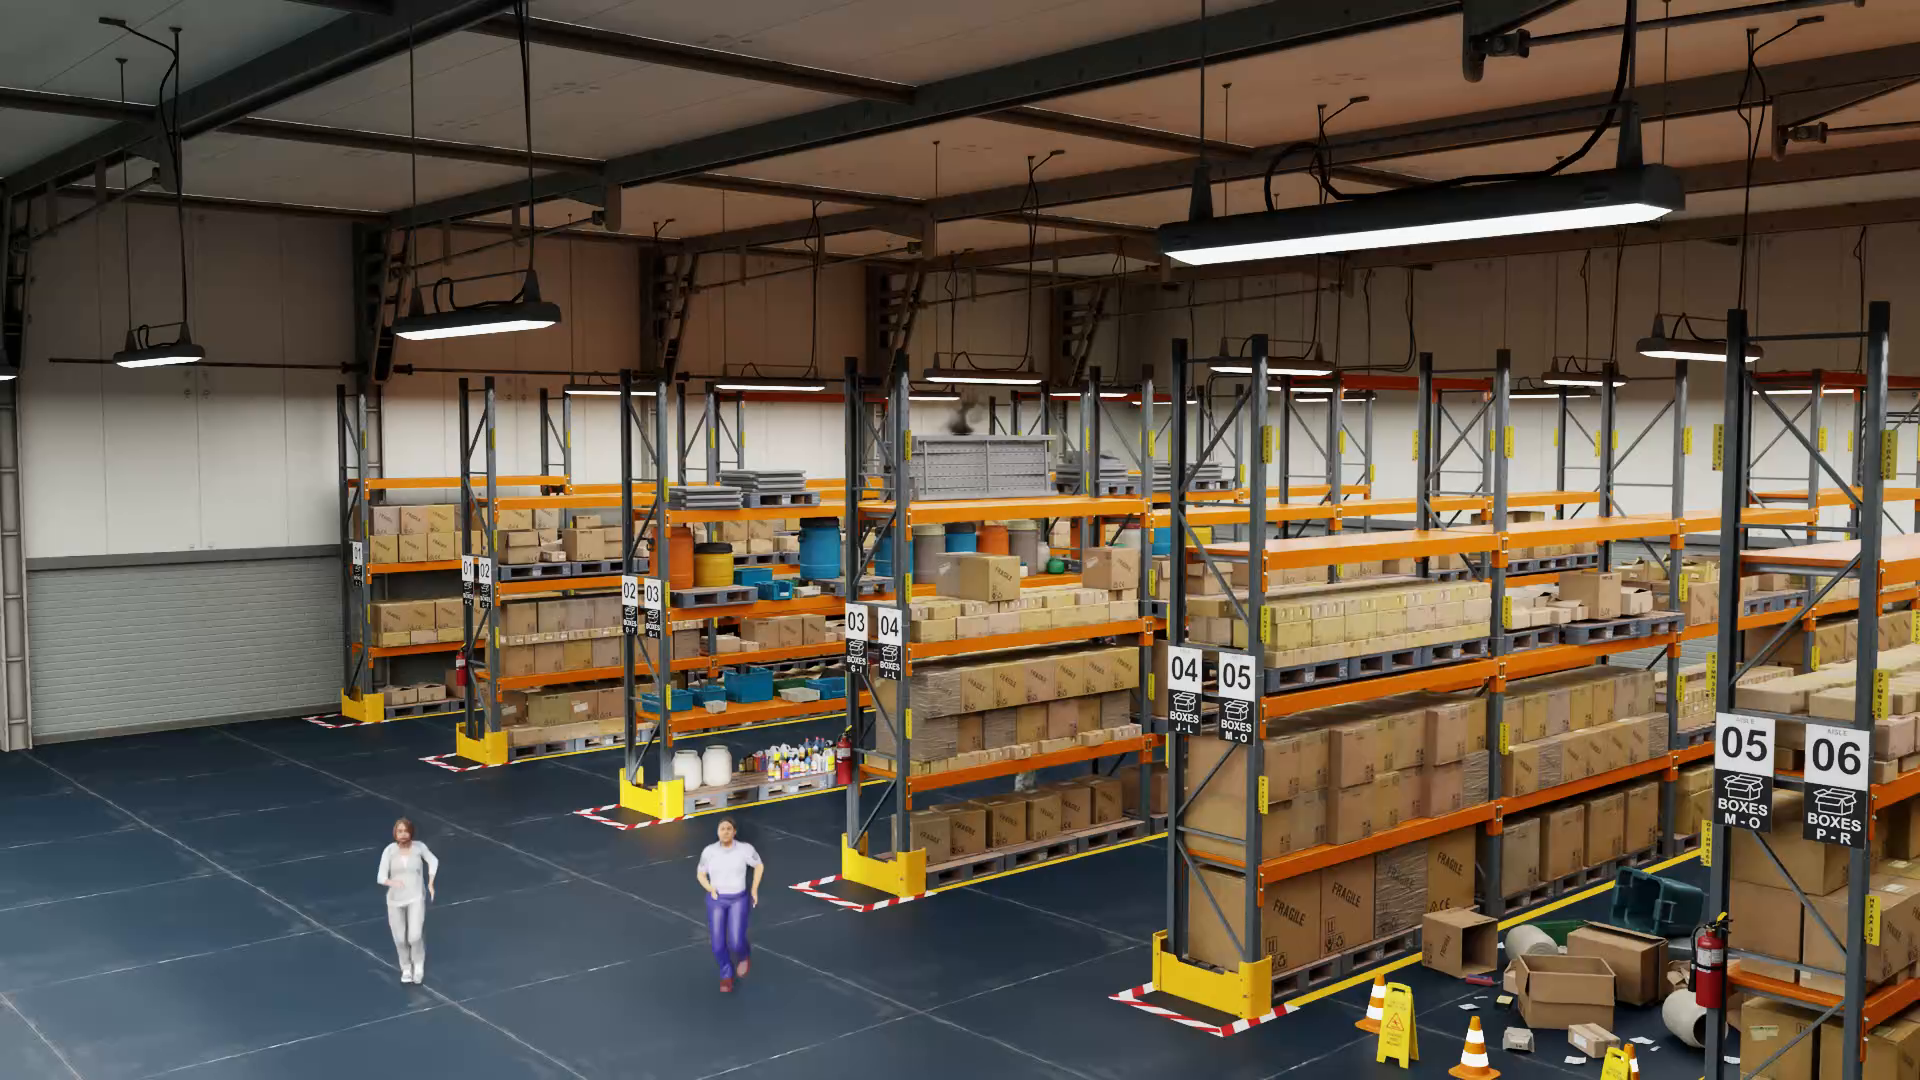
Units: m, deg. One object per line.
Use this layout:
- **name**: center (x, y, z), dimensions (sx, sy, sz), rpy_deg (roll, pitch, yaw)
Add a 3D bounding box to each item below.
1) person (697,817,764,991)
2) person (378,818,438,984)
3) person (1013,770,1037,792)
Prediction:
- **person**: center (-2.132, 3.361, 15.310), dimensions (0.601, 1.608, 0.524), rpy_deg (0, 4, 1)
- **person**: center (-5.107, 3.354, 15.370), dimensions (0.512, 1.566, 0.623), rpy_deg (-1, 4, -12)
- **person**: center (0.883, 2.711, 23.645), dimensions (0.664, 1.835, 0.775), rpy_deg (3, 5, 37)
